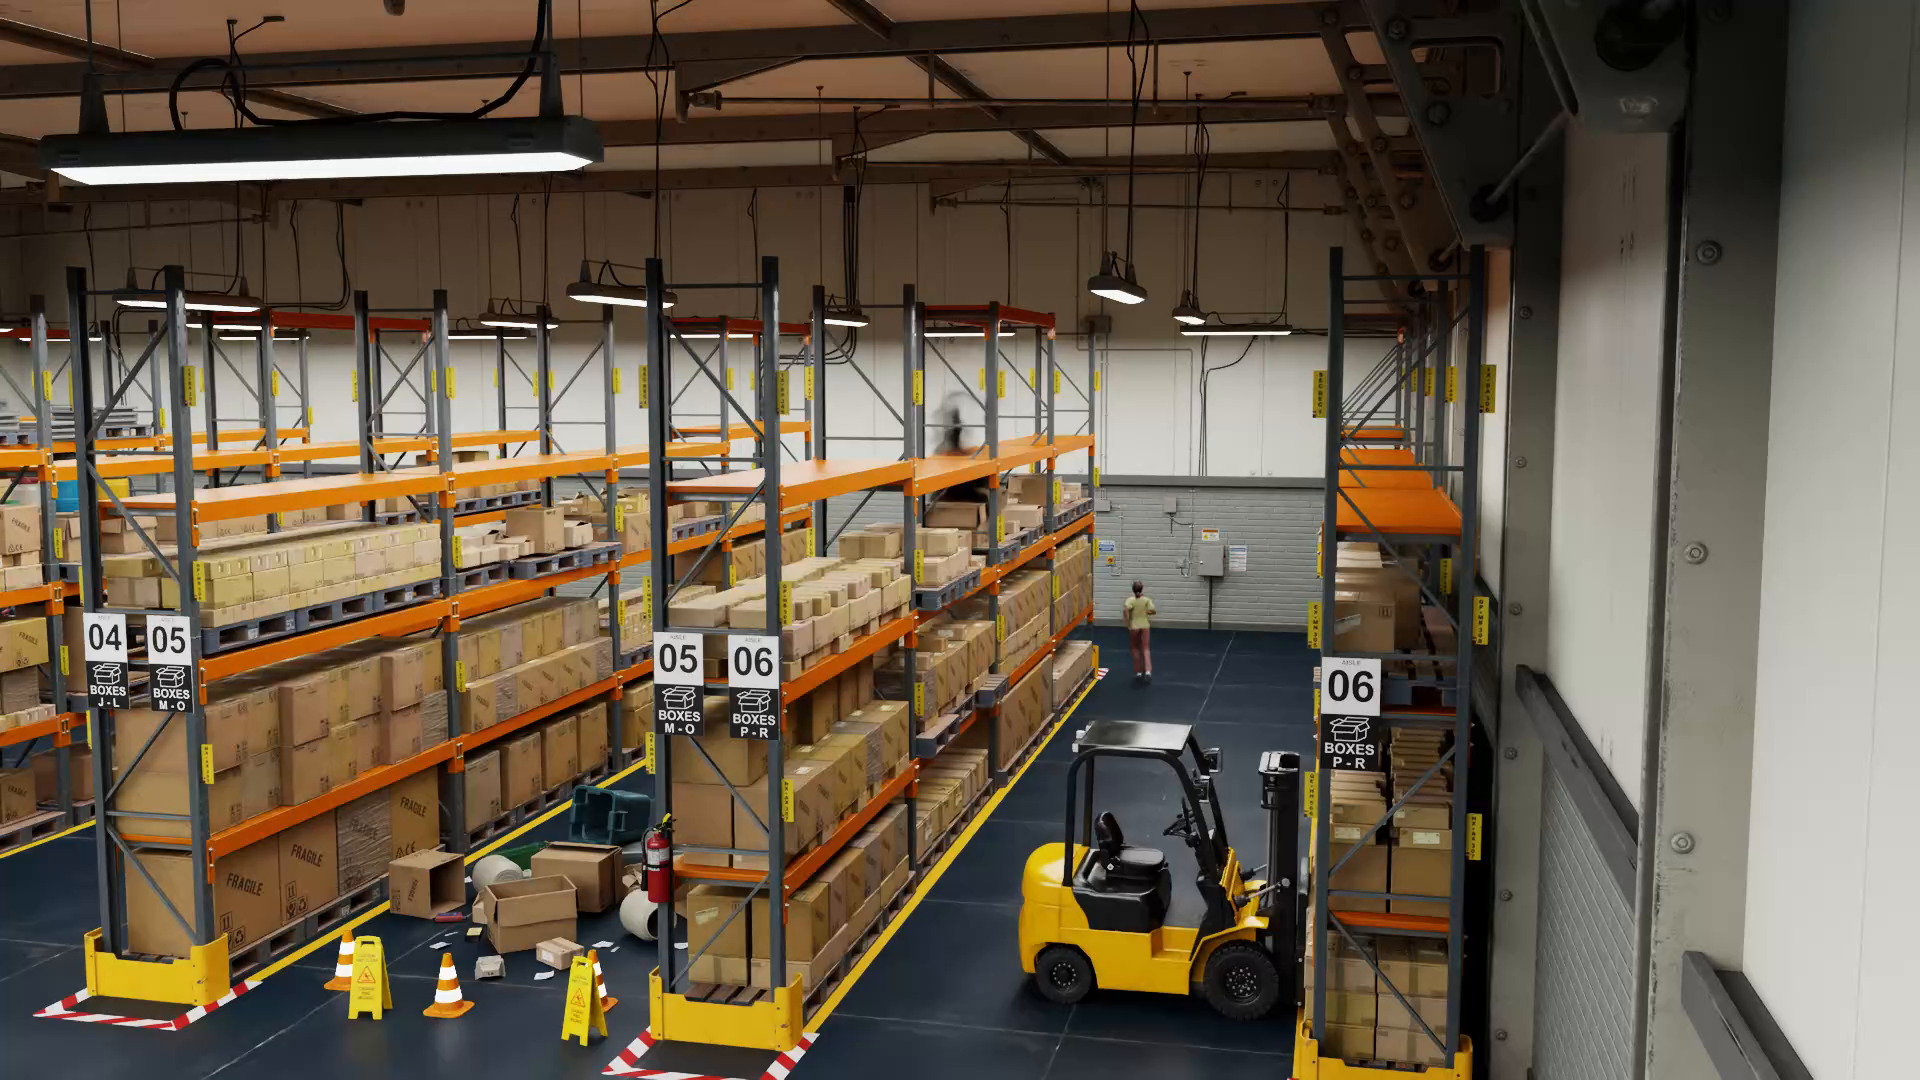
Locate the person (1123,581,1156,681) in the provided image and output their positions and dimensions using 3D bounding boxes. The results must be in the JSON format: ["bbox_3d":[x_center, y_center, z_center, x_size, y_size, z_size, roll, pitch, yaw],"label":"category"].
[{"bbox_3d":[2.976,1.511,27.708,0.585,1.665,0.836,0,6,-3],"label":"person"}]
